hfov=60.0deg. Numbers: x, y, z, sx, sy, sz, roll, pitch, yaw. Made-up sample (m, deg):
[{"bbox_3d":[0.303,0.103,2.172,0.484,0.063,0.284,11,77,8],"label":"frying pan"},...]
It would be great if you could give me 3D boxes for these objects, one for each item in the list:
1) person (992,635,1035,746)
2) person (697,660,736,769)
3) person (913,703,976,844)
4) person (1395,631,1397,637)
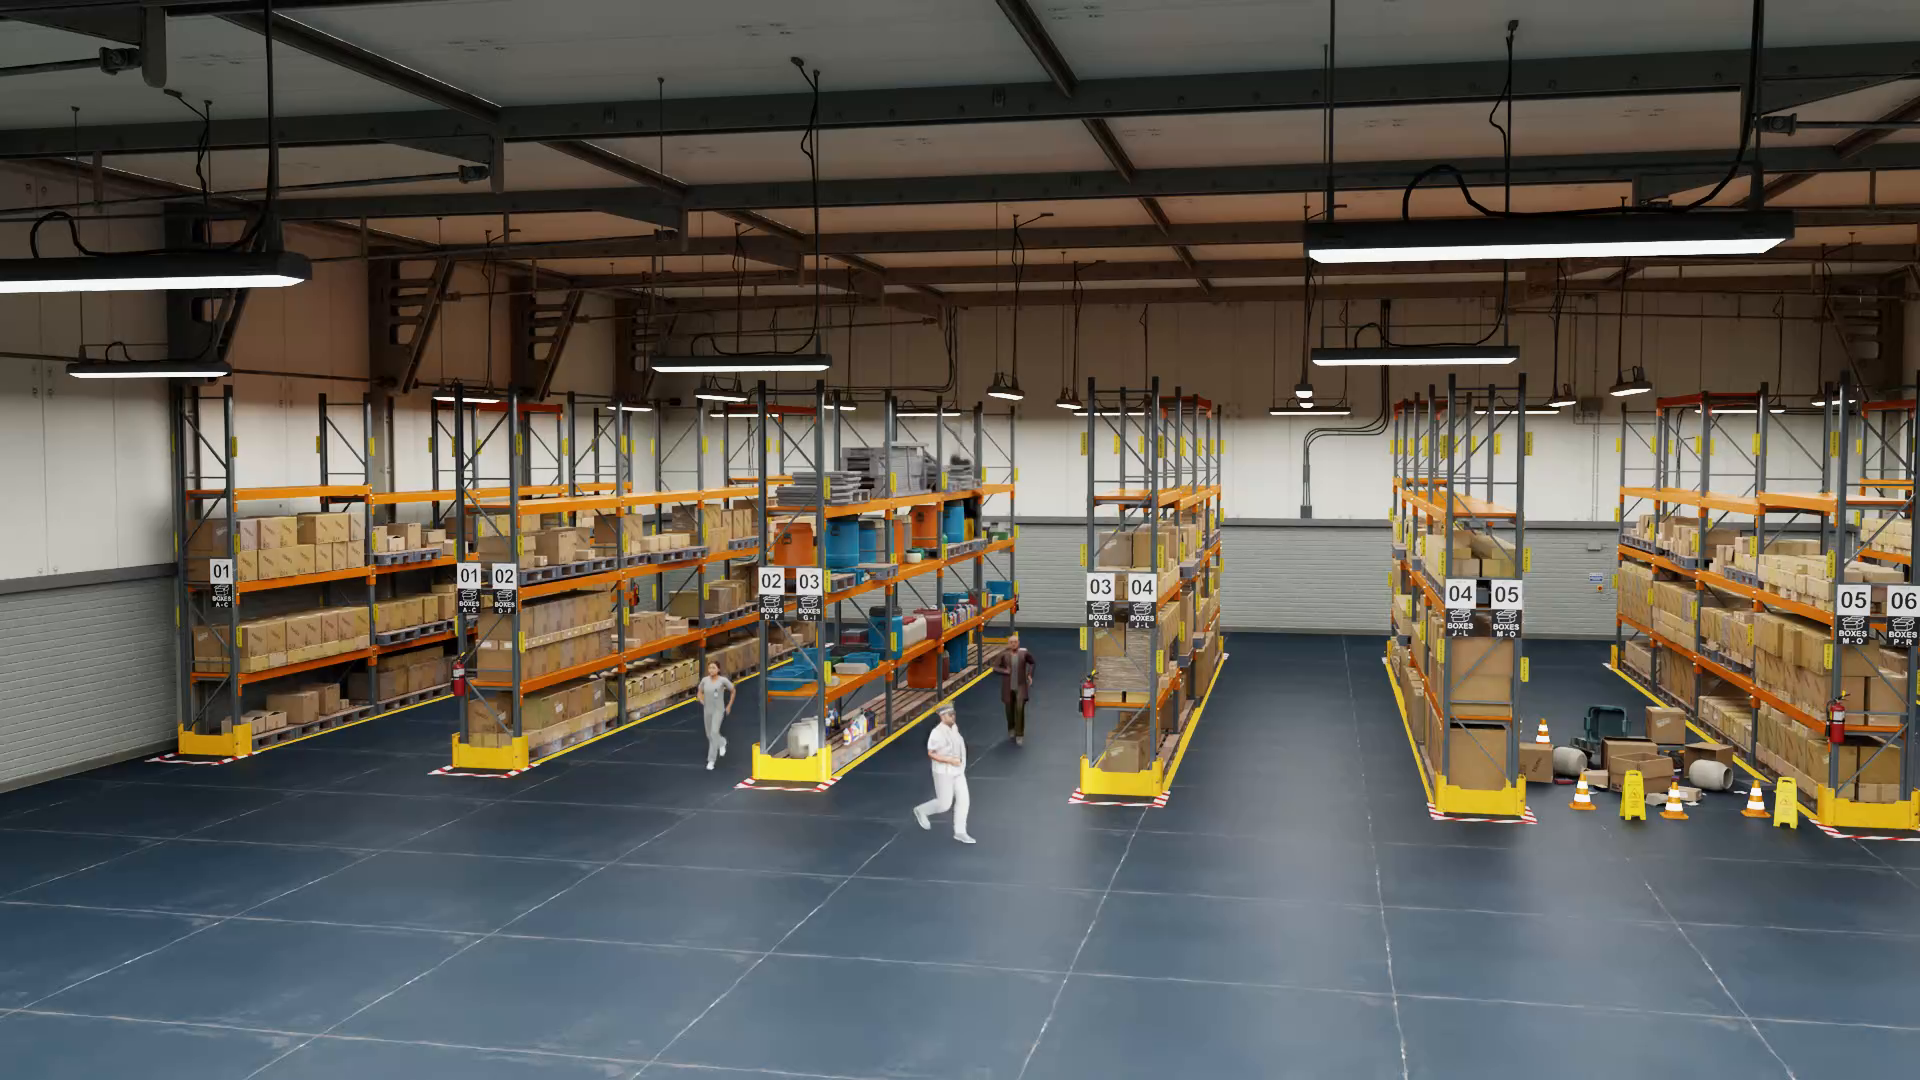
[{"bbox_3d":[0.903,2.510,28.075,0.708,1.799,0.929,0,3,5],"label":"person"},{"bbox_3d":[-3.856,2.722,26.203,0.604,1.667,0.835,1,3,14],"label":"person"},{"bbox_3d":[-0.173,2.943,21.156,0.888,1.775,0.665,2,4,36],"label":"person"},{"bbox_3d":[10.639,1.929,39.658,0.869,1.718,0.862,1,3,15],"label":"person"}]
